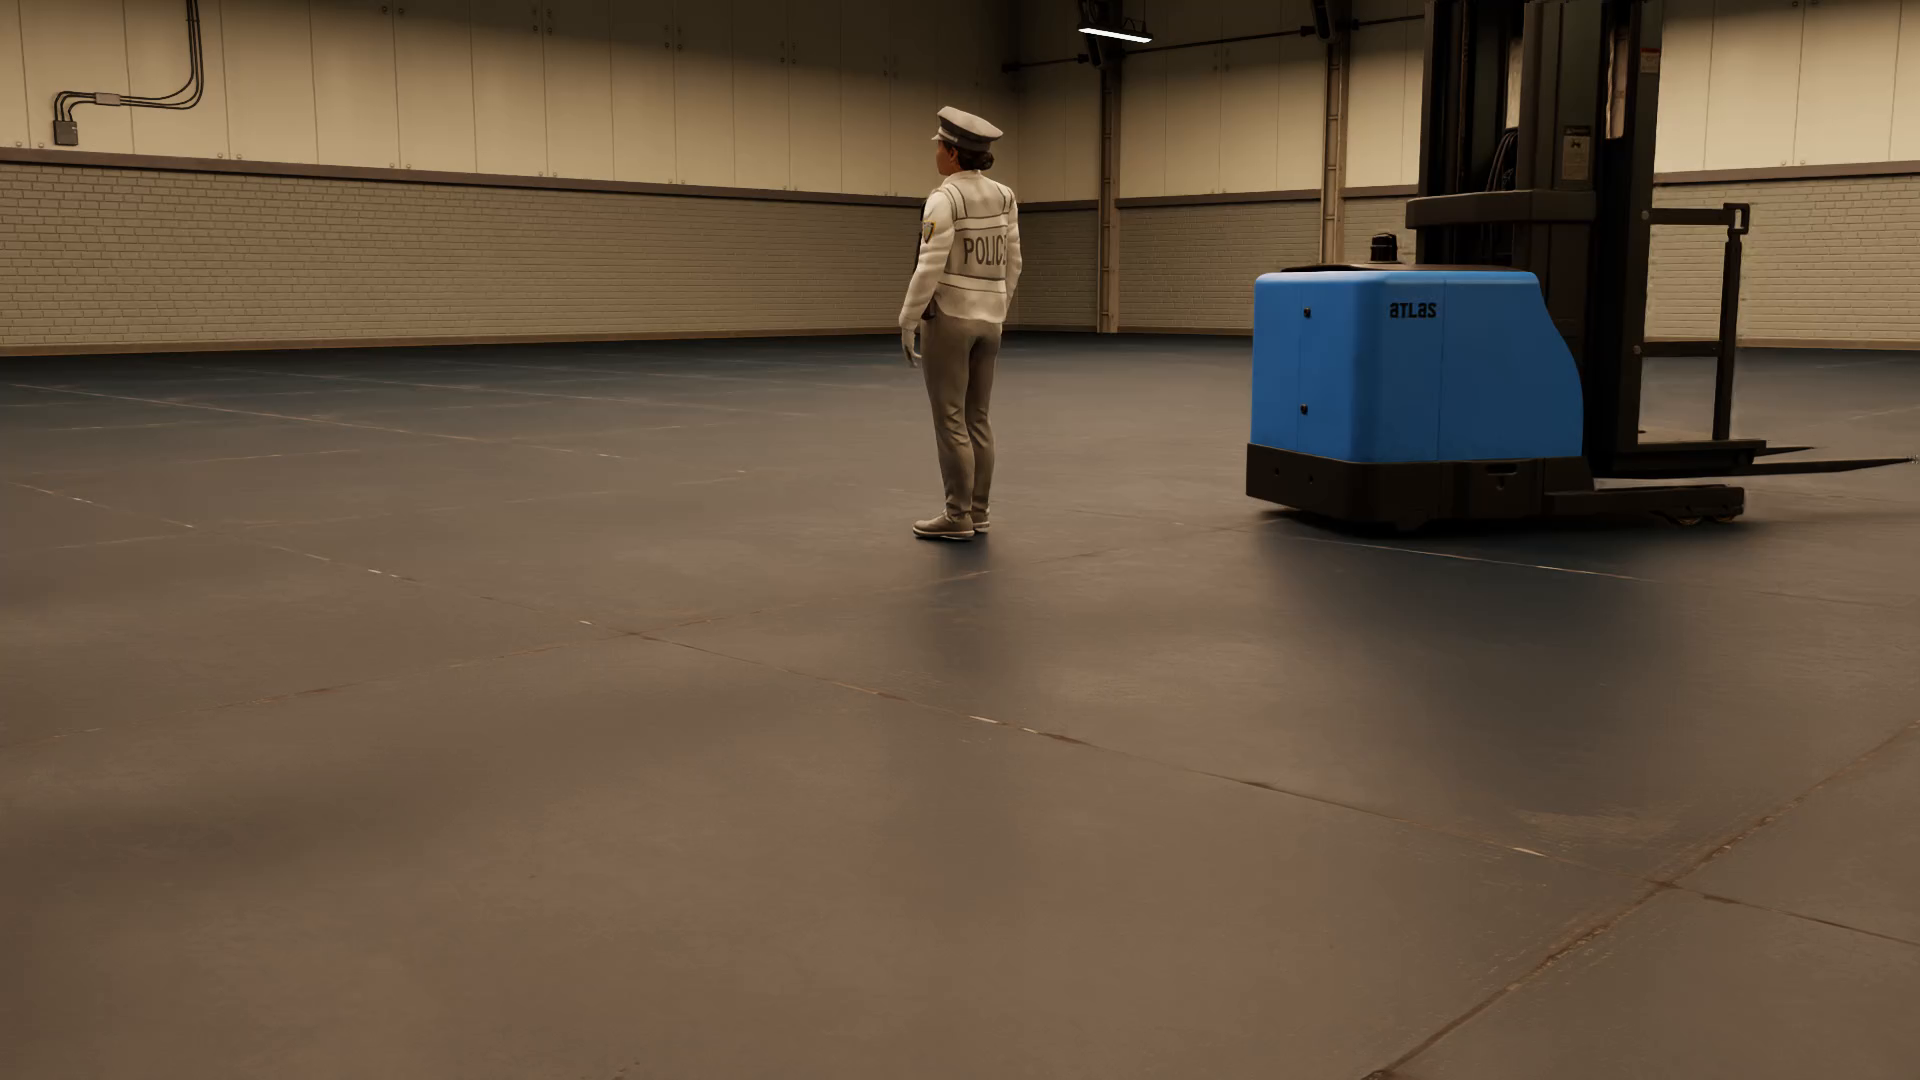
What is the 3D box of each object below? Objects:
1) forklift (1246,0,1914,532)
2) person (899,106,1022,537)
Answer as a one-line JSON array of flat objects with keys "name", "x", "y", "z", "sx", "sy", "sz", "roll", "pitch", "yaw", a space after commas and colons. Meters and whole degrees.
[{"name": "forklift", "x": 2.881, "y": -1.584, "z": 7.393, "sx": 3.031, "sy": 2.935, "sz": 1.130, "roll": -3, "pitch": 9, "yaw": -17}, {"name": "person", "x": -0.045, "y": -0.853, "z": 6.642, "sx": 0.531, "sy": 1.695, "sz": 0.588, "roll": 8, "pitch": 12, "yaw": 43}]
